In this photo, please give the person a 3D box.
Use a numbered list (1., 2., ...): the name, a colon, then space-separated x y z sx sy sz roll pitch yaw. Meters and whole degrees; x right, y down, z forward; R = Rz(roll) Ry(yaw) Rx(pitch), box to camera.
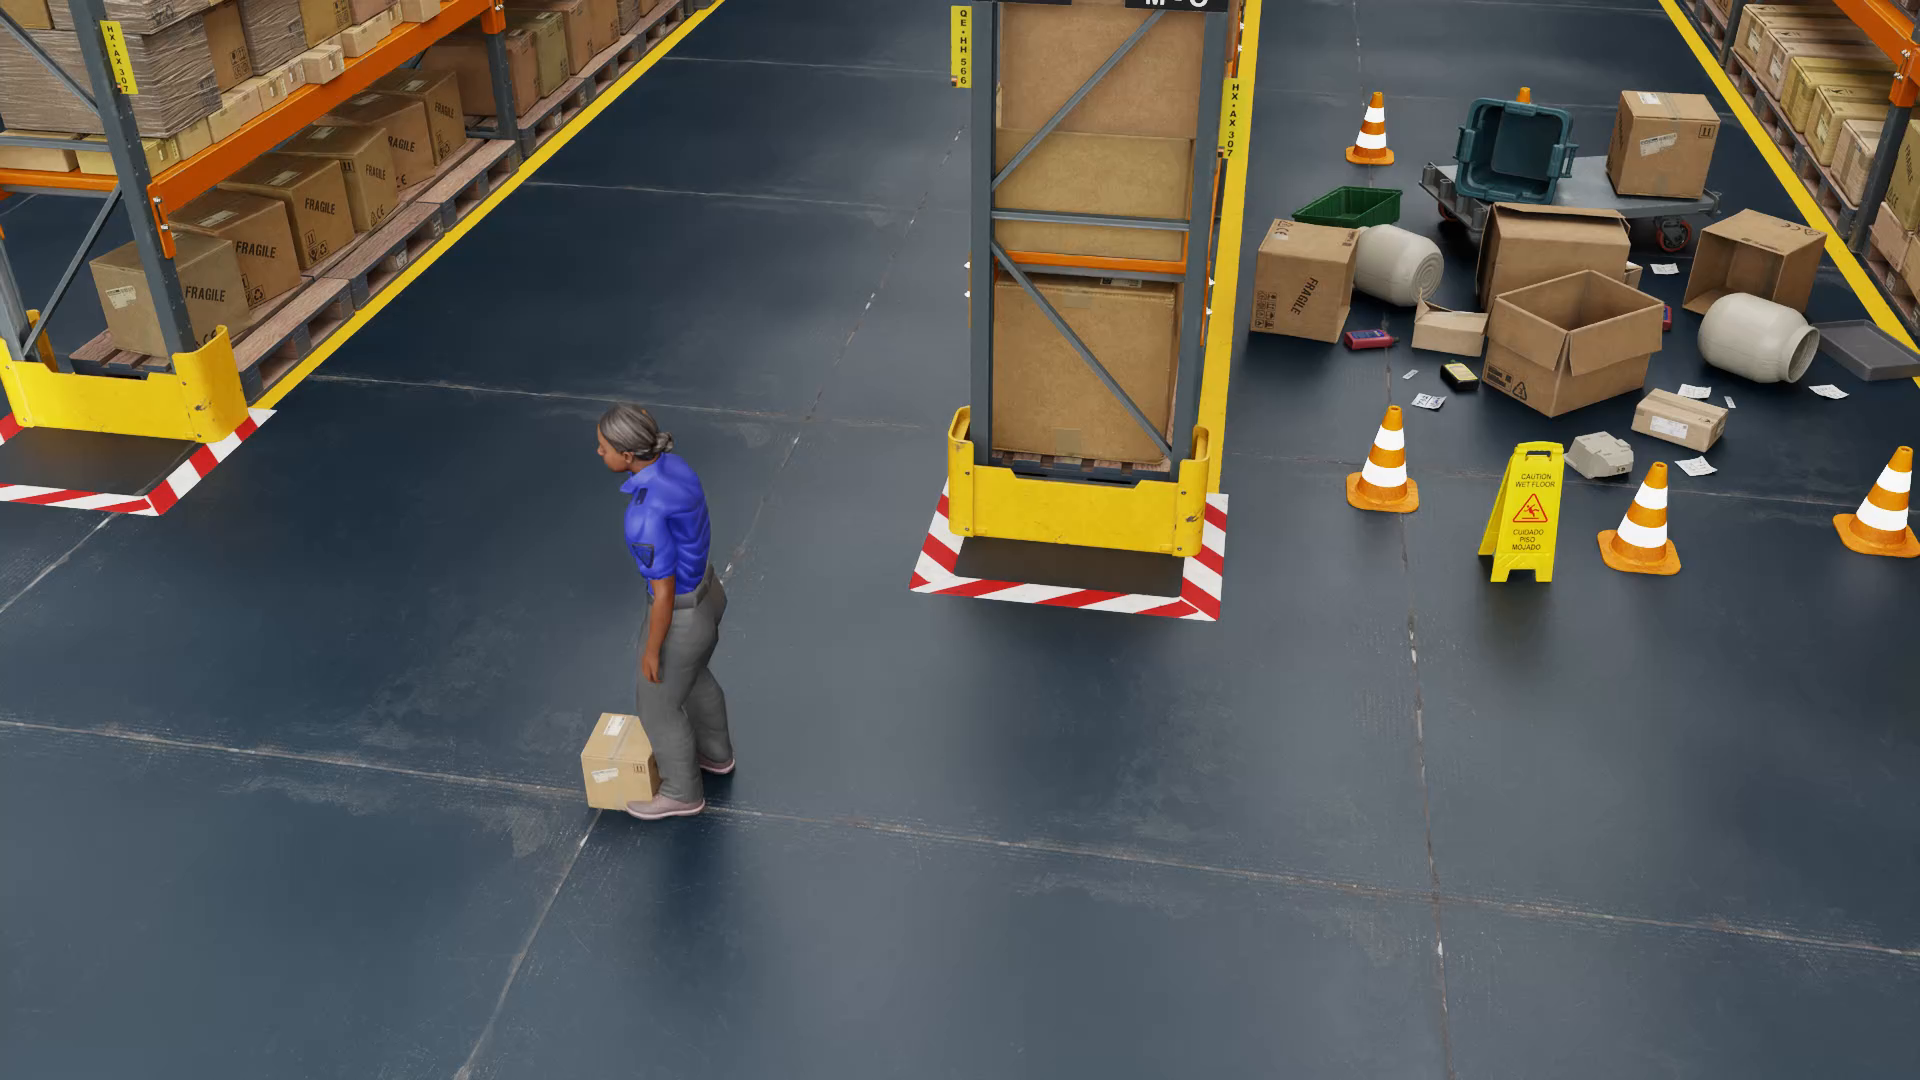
1. person: -1.022 0.250 5.752 0.403 1.654 0.530 3 33 5
